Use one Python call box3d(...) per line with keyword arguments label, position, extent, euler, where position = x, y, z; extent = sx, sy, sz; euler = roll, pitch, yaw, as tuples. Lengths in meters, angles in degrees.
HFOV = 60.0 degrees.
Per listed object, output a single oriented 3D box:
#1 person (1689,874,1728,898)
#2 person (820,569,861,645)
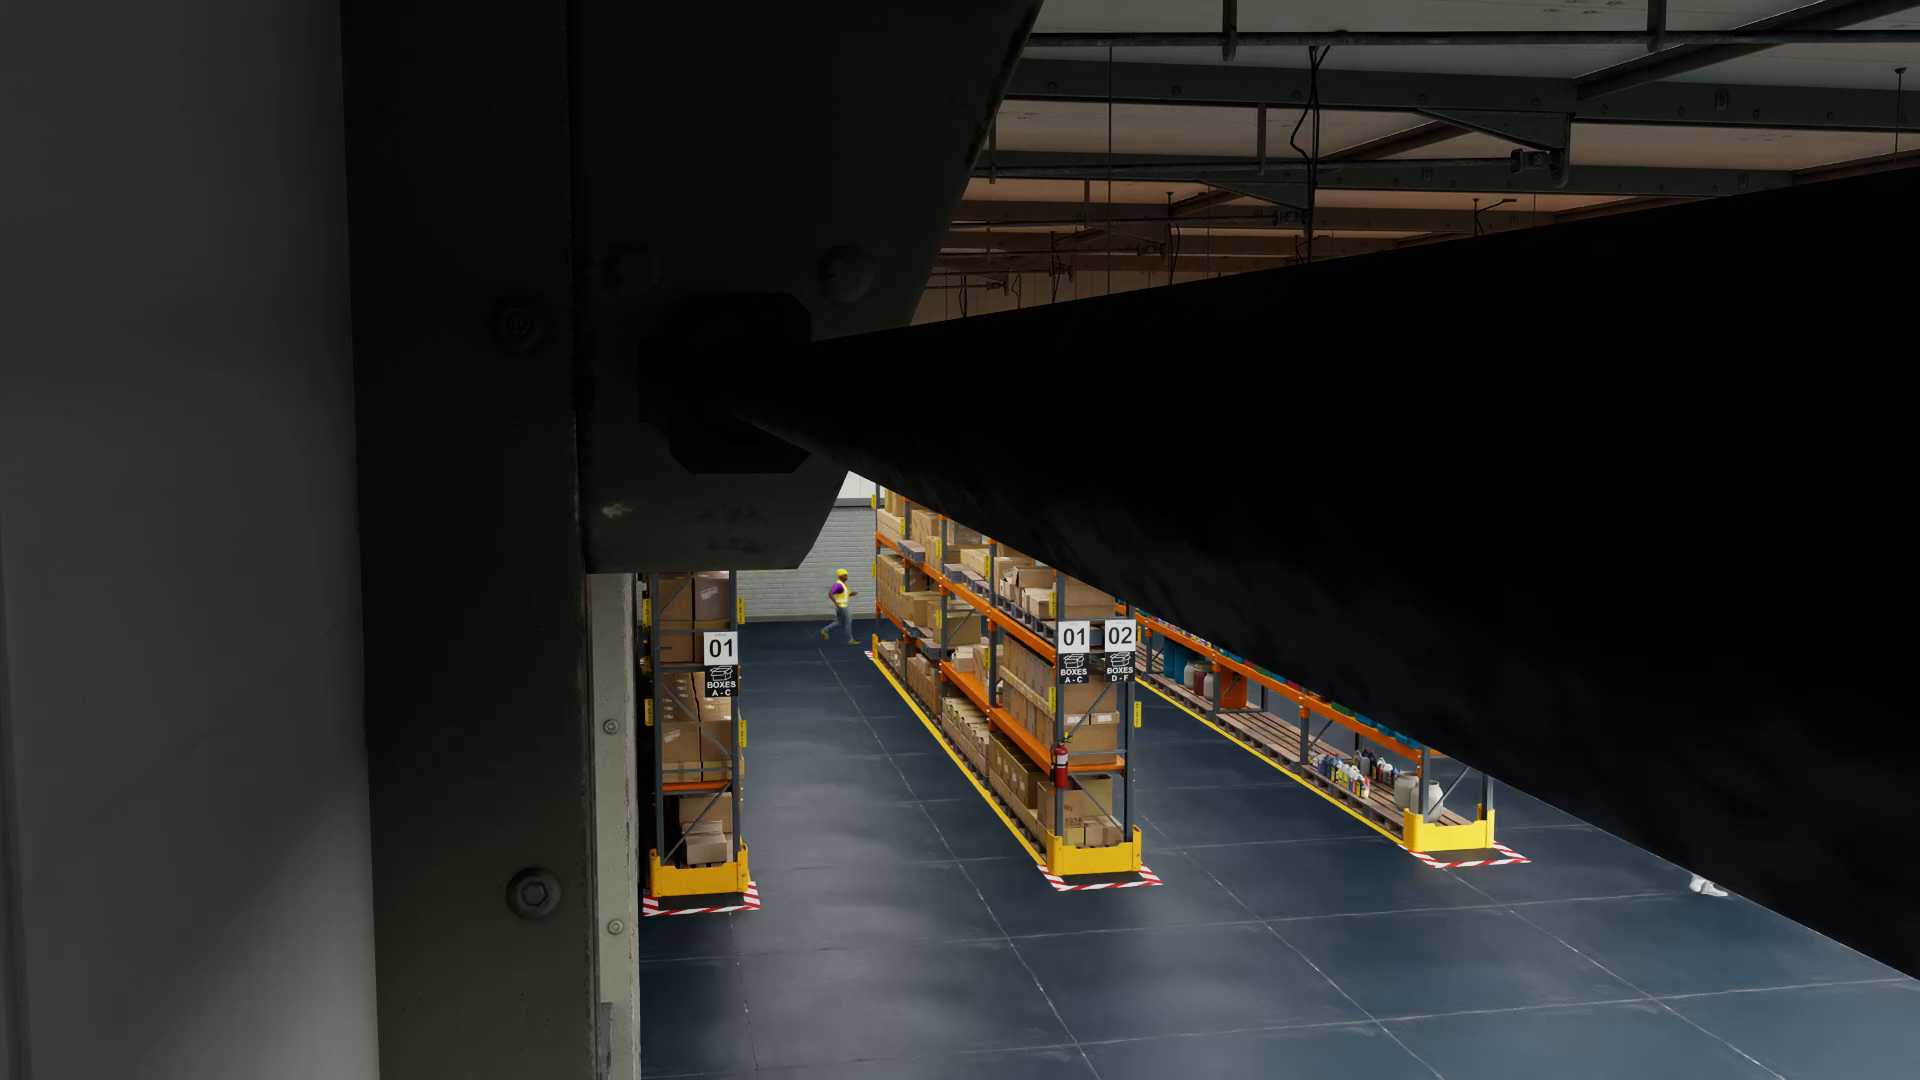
box3d(label="person", position=(9.147, 3.426, 19.919), extent=(0.701, 1.748, 0.595), euler=(-5, 8, -41))
box3d(label="person", position=(-2.725, 1.528, 38.083), extent=(0.908, 1.749, 0.687), euler=(0, 6, -2))
